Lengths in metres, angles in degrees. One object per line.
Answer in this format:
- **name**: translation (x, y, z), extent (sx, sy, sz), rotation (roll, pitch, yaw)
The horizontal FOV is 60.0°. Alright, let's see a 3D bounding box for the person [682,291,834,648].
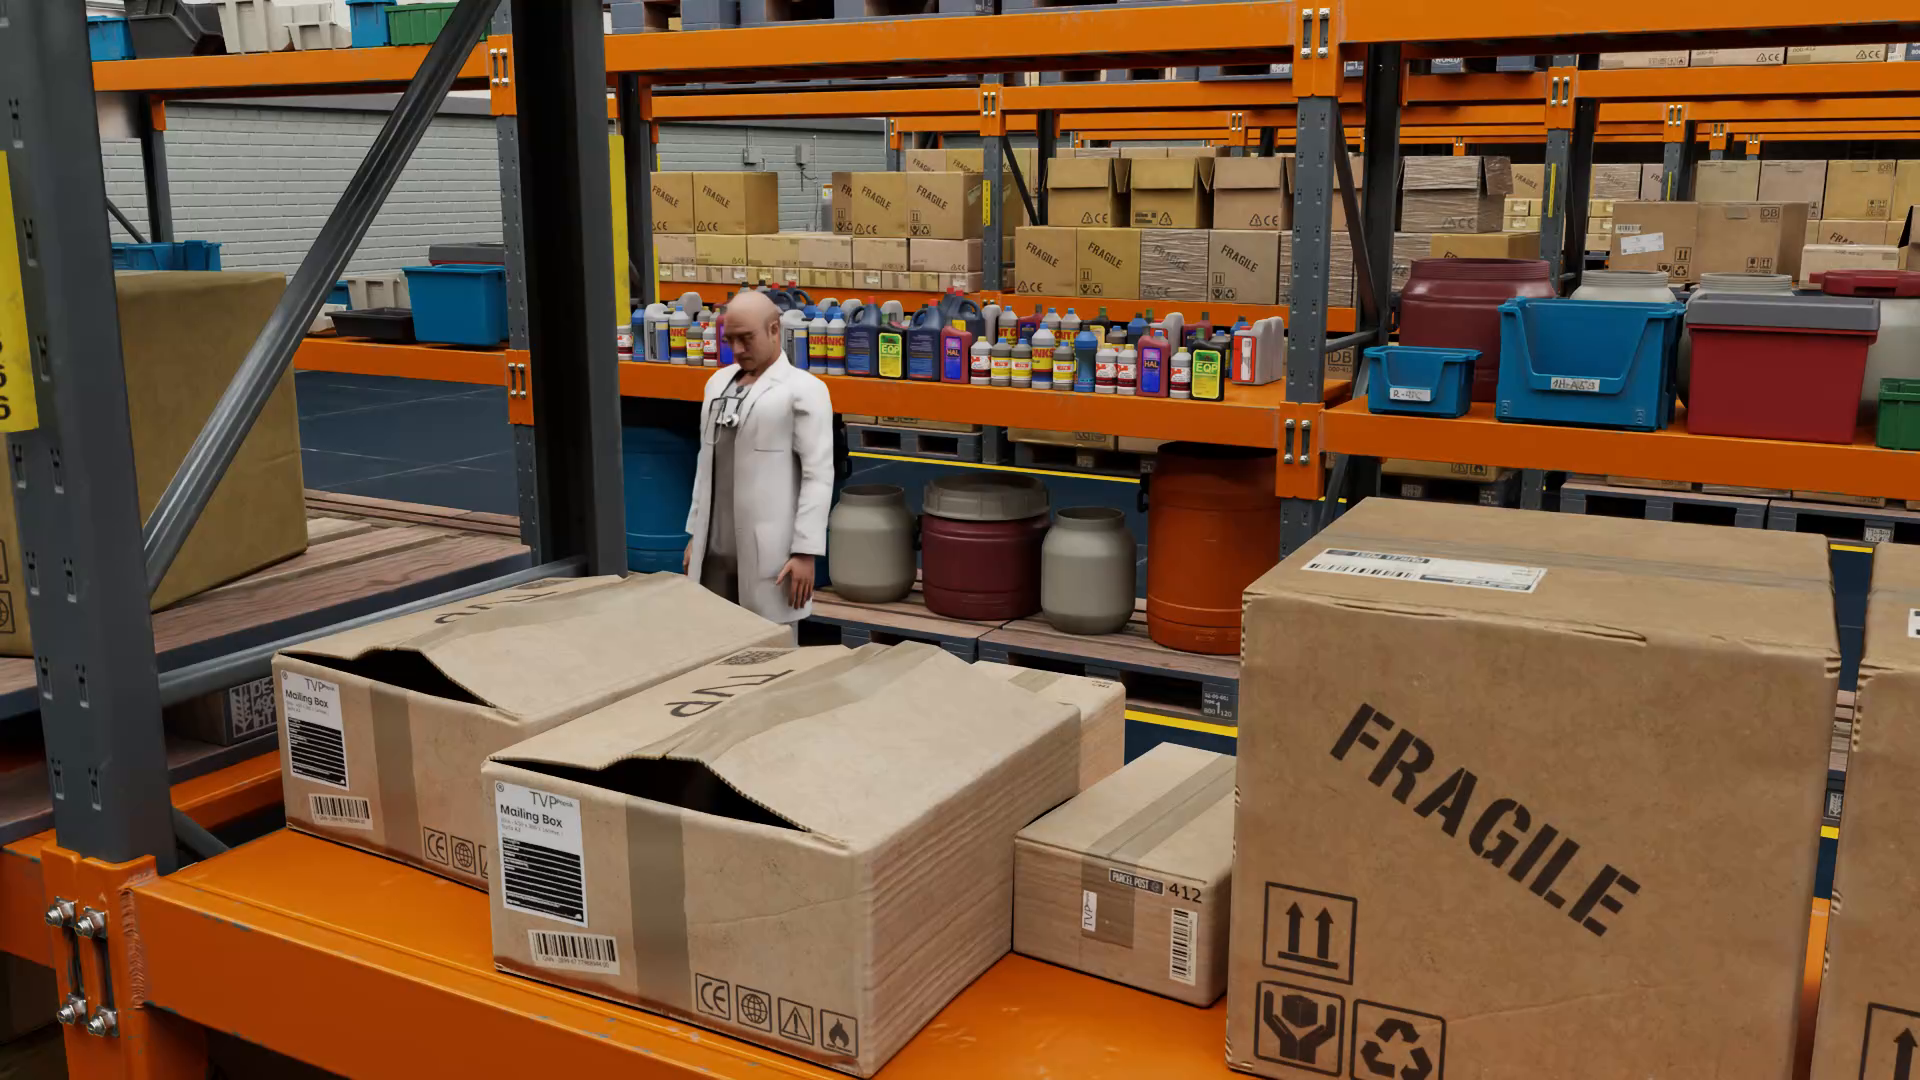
- **person**: translation (-0.757, 0.061, 5.693), extent (0.636, 1.797, 0.509), rotation (8, 15, 34)
